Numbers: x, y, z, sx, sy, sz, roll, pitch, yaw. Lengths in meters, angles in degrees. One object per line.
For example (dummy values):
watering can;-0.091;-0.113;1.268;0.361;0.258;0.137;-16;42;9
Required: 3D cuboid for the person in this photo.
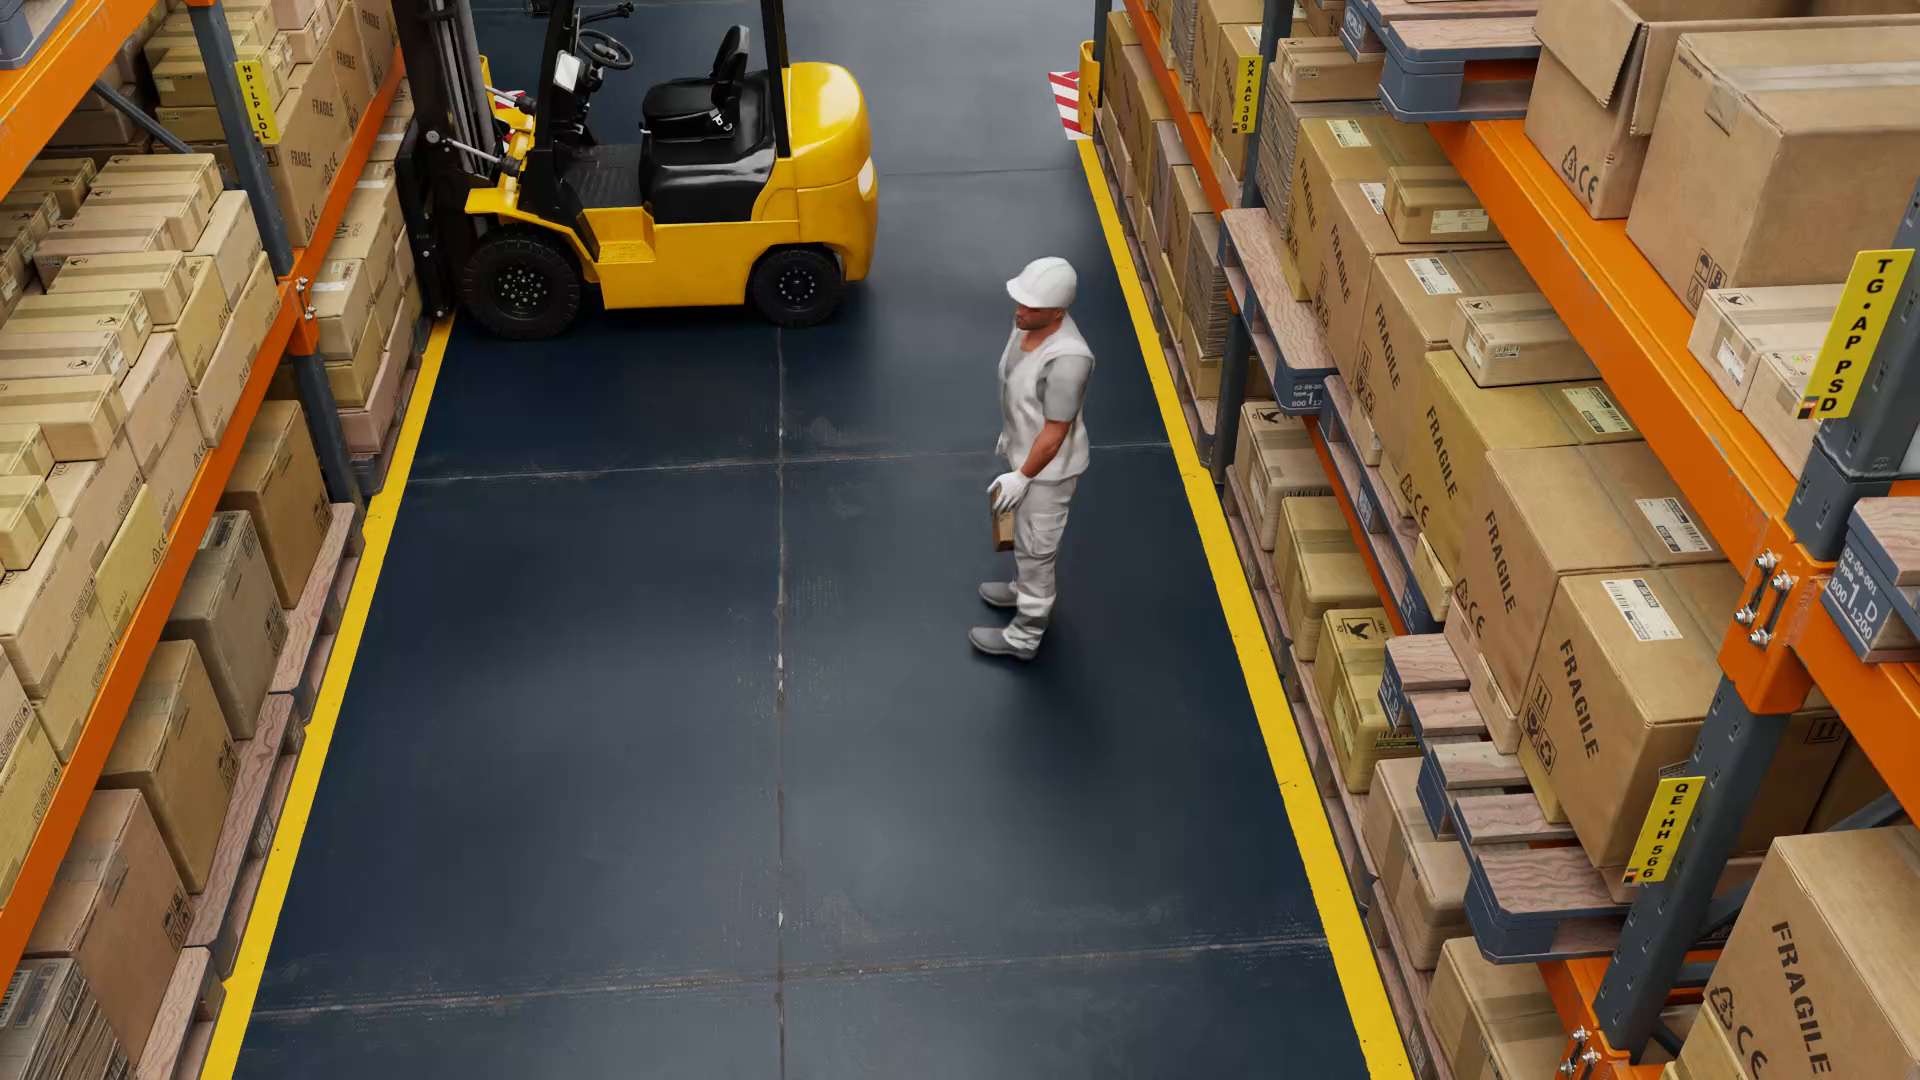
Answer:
person;10.259;-10.880;19.656;27.675;1.819;28.579;-9;40;-11
